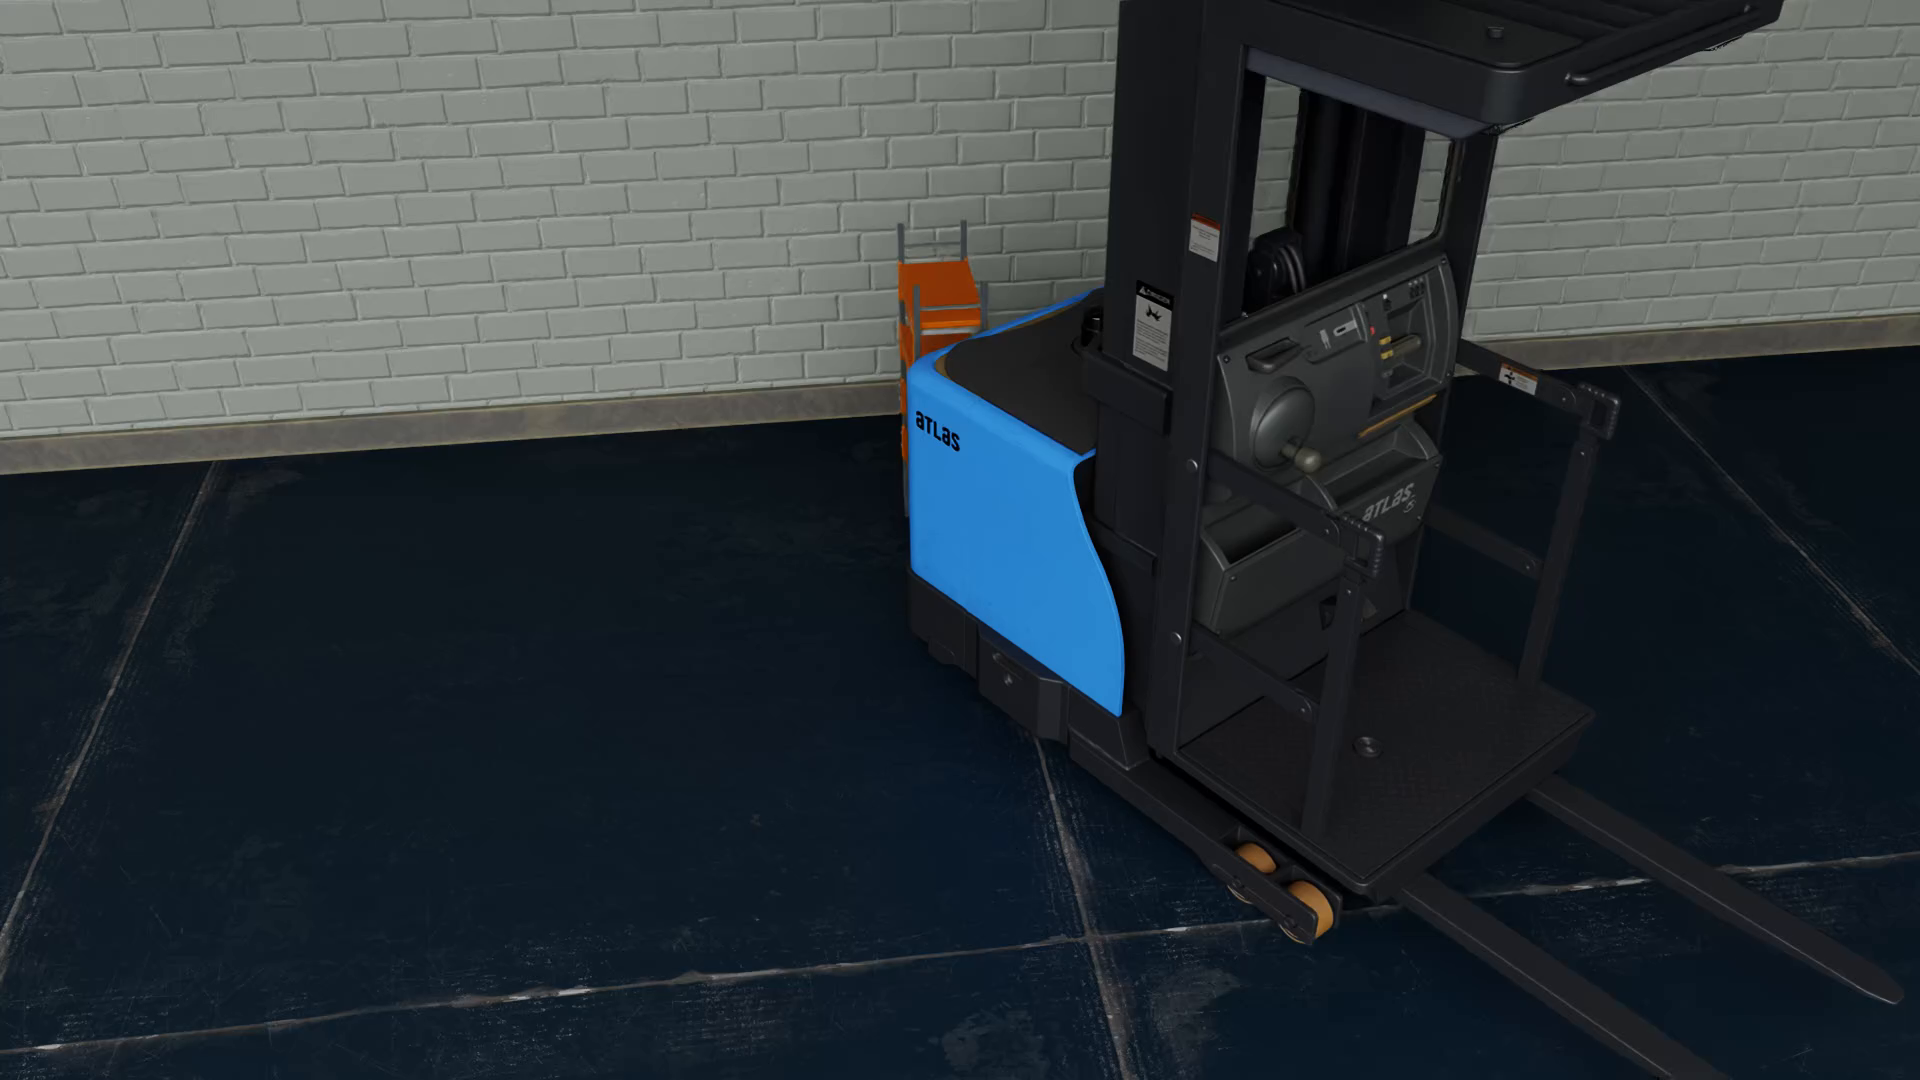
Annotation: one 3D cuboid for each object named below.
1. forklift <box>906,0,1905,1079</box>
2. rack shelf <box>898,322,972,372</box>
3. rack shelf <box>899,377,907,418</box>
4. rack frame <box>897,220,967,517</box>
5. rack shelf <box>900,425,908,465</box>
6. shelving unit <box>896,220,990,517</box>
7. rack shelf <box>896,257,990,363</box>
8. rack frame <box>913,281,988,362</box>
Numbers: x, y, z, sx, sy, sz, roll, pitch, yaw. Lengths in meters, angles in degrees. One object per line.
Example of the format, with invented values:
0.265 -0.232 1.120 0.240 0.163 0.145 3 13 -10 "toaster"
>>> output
1.150 -0.419 4.262 1.130 2.935 3.031 -25 42 -32 "forklift"
-0.063 -0.590 5.773 0.258 0.148 0.480 -4 35 -6 "rack shelf"
-0.063 -0.406 5.899 0.258 0.148 0.480 -4 35 -6 "rack shelf"
-0.095 -0.597 6.061 0.240 1.200 0.015 -4 35 -6 "rack frame"
-0.063 -0.241 6.011 0.258 0.148 0.480 -4 35 -6 "rack shelf"
-0.063 -0.461 5.861 0.258 1.200 0.503 -4 35 -6 "shelving unit"
-0.063 -0.786 5.640 0.258 0.148 0.480 -4 35 -6 "rack shelf"
-0.030 -0.325 5.661 0.240 1.200 0.015 -4 35 -6 "rack frame"
